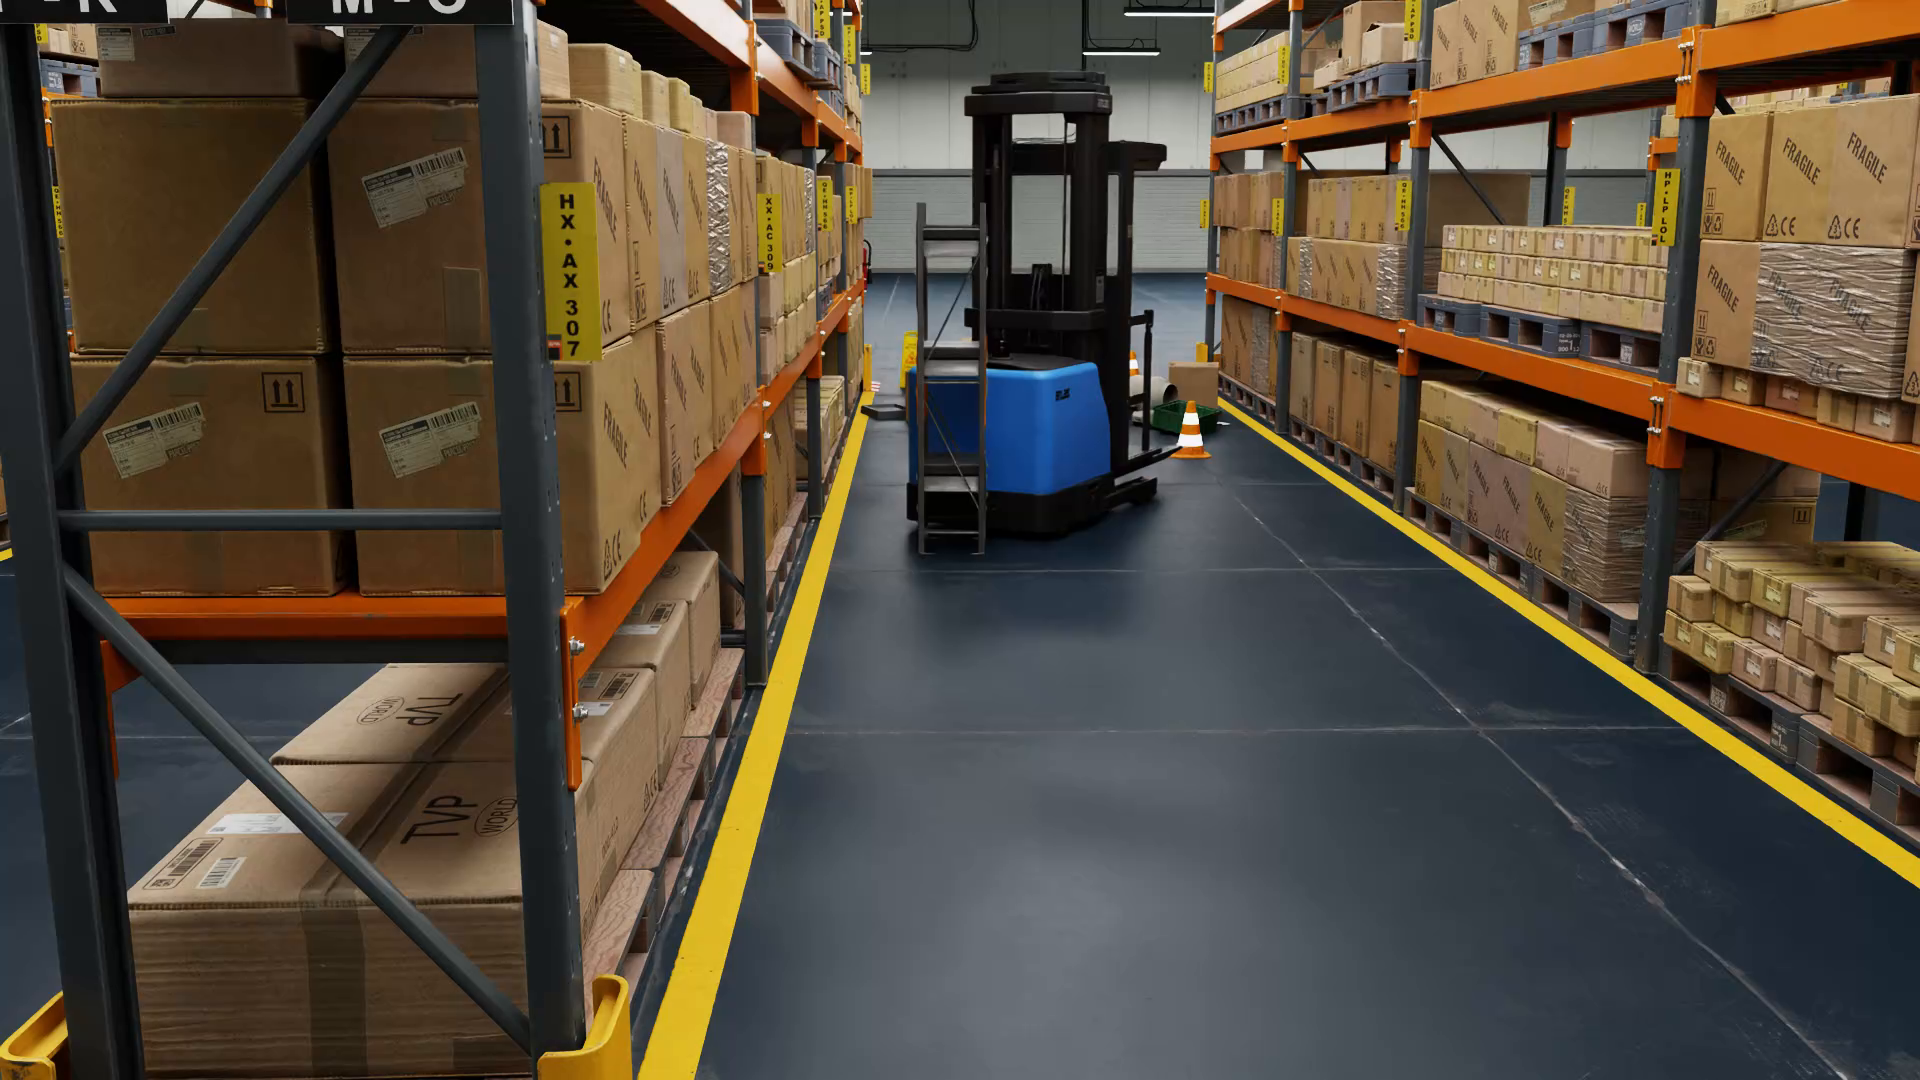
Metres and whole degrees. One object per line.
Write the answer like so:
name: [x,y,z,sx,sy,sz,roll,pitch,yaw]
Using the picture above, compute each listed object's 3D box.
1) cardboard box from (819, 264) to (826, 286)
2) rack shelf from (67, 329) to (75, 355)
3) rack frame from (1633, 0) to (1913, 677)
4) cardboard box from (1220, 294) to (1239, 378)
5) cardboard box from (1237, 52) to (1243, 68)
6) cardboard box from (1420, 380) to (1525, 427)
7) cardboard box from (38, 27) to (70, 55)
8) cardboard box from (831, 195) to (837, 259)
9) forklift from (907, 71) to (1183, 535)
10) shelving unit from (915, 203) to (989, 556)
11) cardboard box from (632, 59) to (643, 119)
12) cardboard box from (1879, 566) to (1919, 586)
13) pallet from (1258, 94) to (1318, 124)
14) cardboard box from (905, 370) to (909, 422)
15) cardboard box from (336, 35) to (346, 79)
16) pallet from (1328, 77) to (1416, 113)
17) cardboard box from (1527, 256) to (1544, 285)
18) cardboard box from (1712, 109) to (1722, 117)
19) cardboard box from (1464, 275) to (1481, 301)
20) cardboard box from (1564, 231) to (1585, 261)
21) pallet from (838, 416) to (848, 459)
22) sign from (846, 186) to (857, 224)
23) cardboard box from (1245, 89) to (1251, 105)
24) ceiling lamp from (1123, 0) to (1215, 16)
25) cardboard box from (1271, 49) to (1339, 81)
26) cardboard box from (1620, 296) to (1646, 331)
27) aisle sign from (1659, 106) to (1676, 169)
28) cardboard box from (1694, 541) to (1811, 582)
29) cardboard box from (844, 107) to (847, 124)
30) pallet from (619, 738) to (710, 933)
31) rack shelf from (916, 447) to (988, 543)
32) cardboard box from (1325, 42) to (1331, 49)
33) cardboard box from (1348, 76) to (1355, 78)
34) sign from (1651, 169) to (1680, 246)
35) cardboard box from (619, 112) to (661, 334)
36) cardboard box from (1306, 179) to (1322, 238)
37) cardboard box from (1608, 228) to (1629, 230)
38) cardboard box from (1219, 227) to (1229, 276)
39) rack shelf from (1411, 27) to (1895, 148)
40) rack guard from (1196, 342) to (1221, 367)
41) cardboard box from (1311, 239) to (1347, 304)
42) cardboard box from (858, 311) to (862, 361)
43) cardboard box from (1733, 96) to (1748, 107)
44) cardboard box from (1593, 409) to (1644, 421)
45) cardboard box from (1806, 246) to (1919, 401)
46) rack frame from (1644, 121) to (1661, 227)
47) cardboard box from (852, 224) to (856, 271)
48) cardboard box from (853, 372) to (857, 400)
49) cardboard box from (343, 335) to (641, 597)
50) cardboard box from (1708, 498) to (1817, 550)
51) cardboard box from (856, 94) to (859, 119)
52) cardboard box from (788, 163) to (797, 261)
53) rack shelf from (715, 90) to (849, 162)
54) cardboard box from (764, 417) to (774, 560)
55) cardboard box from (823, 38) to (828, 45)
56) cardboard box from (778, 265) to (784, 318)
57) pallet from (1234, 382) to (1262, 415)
cardboard box: [-1.177,-1.935,12.127,0.380,0.149,0.250,0,11,-1]
rack shelf: [-6.443,-1.645,12.931,1.077,0.370,4.000,0,11,-1]
rack frame: [3.590,-0.866,7.284,1.000,3.000,0.127,0,11,-1]
cardboard box: [3.422,-2.282,18.549,0.875,0.875,0.875,0,11,-1]
cardboard box: [3.056,-4.924,17.059,0.380,0.149,0.250,0,11,-2]
cardboard box: [3.280,-0.872,10.655,0.500,0.250,0.500,-1,11,-4]
cardboard box: [-6.105,-3.281,10.921,0.380,0.166,0.250,0,11,-1]
cardboard box: [-1.267,-2.525,13.403,0.500,0.500,0.500,0,11,1]
forklift: [0.769,-1.721,11.671,1.130,2.935,3.031,6,13,26]
shelving unit: [-0.044,-0.984,10.129,0.431,2.100,0.503,0,11,2]
cardboard box: [-0.995,-1.115,4.115,0.380,0.149,0.250,-1,11,-3]
cardboard box: [3.915,0.203,6.630,0.380,0.149,0.250,0,11,-2]
pallet: [3.419,-4.046,15.635,1.003,0.211,1.213,0,11,-1]
cardboard box: [-0.184,-1.411,16.249,0.500,0.500,0.500,9,15,38]
cardboard box: [-1.511,-1.008,3.588,0.380,0.149,0.250,0,11,0]
pallet: [3.415,-3.389,12.650,1.003,0.211,1.213,0,11,1]
cardboard box: [3.354,-1.483,9.153,0.380,0.149,0.250,0,11,1]
cardboard box: [8.078,-4.351,17.292,0.500,0.250,0.500,0,11,-1]
cardboard box: [3.327,-1.547,10.217,0.380,0.149,0.250,0,11,2]
cardboard box: [3.370,-1.525,8.612,0.380,0.149,0.250,-1,11,-3]
pallet: [-1.504,-0.895,14.438,1.003,0.211,1.213,0,11,-1]
sign: [-0.967,-2.986,14.823,0.100,0.325,0.005,0,11,-1]
cardboard box: [3.065,-4.433,16.644,0.380,0.149,0.250,0,11,-1]
ceiling lamp: [4.331,-12.283,33.790,2.000,3.185,0.800,0,11,-1]
cardboard box: [3.158,-4.350,15.235,0.500,0.250,0.500,0,11,-2]
cardboard box: [3.378,-1.079,7.907,0.380,0.149,0.250,0,11,-1]
aisle sign: [8.002,-4.537,18.840,0.394,0.787,0.004,0,11,-1]
cardboard box: [3.390,0.103,7.125,0.380,0.149,0.250,0,11,1]
cardboard box: [-1.230,-3.878,15.219,0.380,0.149,0.250,0,11,-1]
pallet: [-1.391,0.935,5.417,1.003,0.211,1.213,0,11,-1]
rack shelf: [-0.044,-0.285,10.271,0.431,0.518,0.480,0,11,2]
cardboard box: [3.734,-4.725,16.081,0.380,0.149,0.250,0,11,-1]
cardboard box: [3.252,-3.743,12.949,0.396,0.266,0.258,0,11,-1]
sign: [3.036,-1.431,7.154,0.100,0.325,0.005,0,11,-1]
cardboard box: [-1.017,-0.769,4.039,0.500,0.500,0.500,-1,11,-3]
cardboard box: [3.441,-2.897,14.527,0.700,0.500,0.500,0,11,-2]
cardboard box: [3.993,-1.737,9.656,0.380,0.149,0.250,0,11,-1]
cardboard box: [3.395,-3.252,18.665,0.875,0.550,0.550,0,11,-1]
rack shelf: [3.549,-2.381,9.017,1.077,0.370,4.000,0,11,-1]
rack guard: [3.342,-2.031,19.314,1.175,0.500,0.348,0,11,-1]
cardboard box: [3.186,-2.200,13.608,0.500,0.500,0.500,0,11,-1]
cardboard box: [-1.313,-2.175,17.709,0.500,0.500,0.500,0,11,1]
cardboard box: [8.122,-4.480,16.928,0.380,0.149,0.250,0,11,-2]
cardboard box: [3.820,-0.570,9.167,0.500,0.250,0.500,0,11,1]
cardboard box: [3.340,-0.763,5.776,0.500,0.500,0.500,0,11,-2]
rack frame: [8.303,-3.252,19.044,1.000,3.000,0.127,0,11,-1]
cardboard box: [-1.283,-2.899,16.305,0.500,0.500,0.500,0,11,-2]
cardboard box: [-1.286,-1.499,16.262,0.500,0.250,0.500,0,11,2]
cardboard box: [-0.997,-0.176,3.632,0.500,0.500,0.500,0,11,-2]
cardboard box: [3.840,0.005,8.221,0.500,0.500,0.500,0,11,1]
cardboard box: [-1.300,-4.450,17.033,0.500,0.250,0.500,0,11,0]
cardboard box: [-1.141,-1.757,8.908,0.500,0.500,0.500,0,11,-2]
rack shelf: [-1.481,-3.136,12.737,1.077,0.370,4.000,0,11,-1]
cardboard box: [-1.476,-0.293,8.745,0.875,0.875,0.875,0,11,0]
cardboard box: [-1.382,-4.149,13.984,0.500,0.250,0.500,0,11,0]
cardboard box: [-1.123,-1.189,7.997,0.500,0.250,0.500,0,11,0]
pallet: [3.459,-1.484,17.345,1.003,0.211,1.213,0,11,-1]
